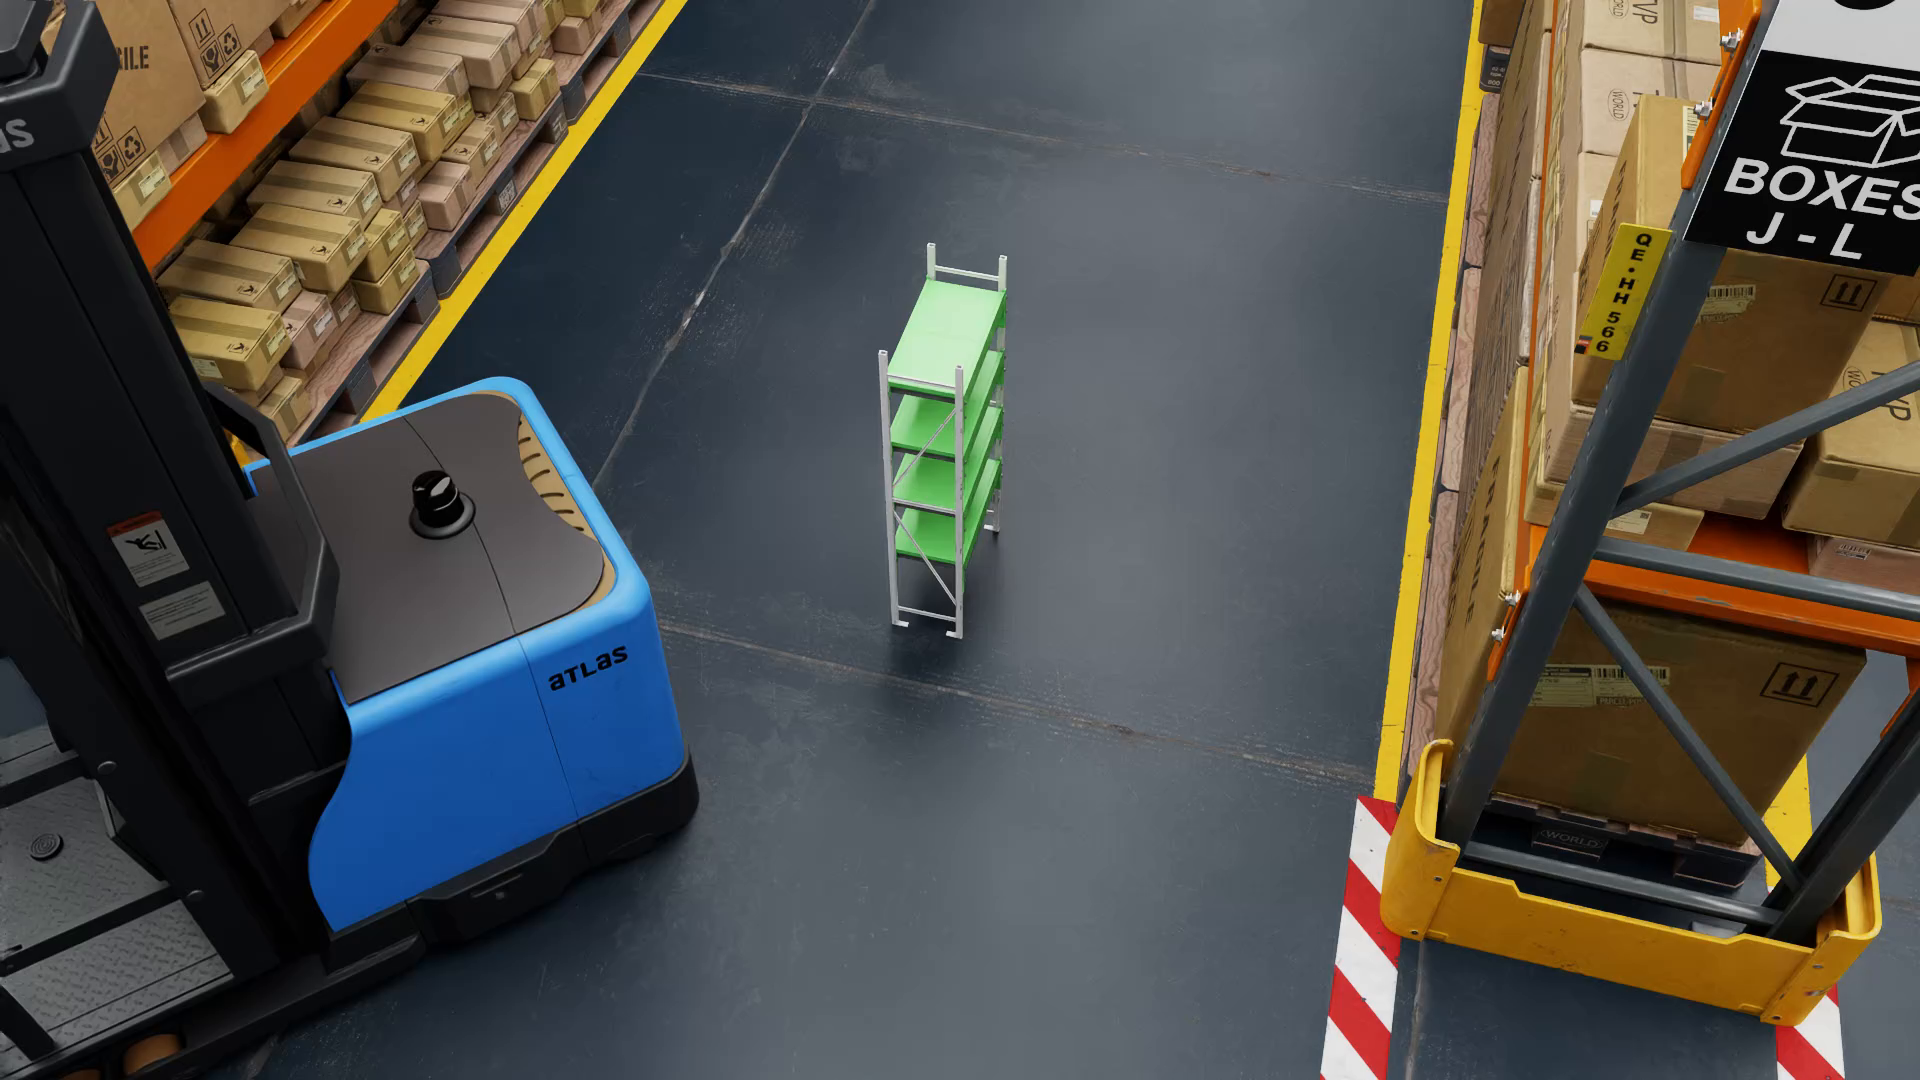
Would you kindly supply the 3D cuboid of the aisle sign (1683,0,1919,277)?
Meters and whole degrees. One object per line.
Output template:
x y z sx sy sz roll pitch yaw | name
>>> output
1.503 -0.767 2.693 0.394 0.787 0.004 12 50 10 | aisle sign

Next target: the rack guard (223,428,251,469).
-2.927 -0.180 5.575 1.175 0.500 0.348 12 50 10 | rack guard

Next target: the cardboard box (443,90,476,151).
-2.193 -1.728 6.698 0.380 0.149 0.250 14 50 12 | cardboard box

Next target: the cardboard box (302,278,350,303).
-2.456 -0.956 6.016 0.380 0.149 0.250 12 50 11 | cardboard box

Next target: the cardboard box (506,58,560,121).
-1.941 -1.941 7.084 0.380 0.149 0.250 11 50 10 | cardboard box

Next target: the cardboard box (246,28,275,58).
-2.460 -1.629 5.355 0.380 0.149 0.250 14 50 12 | cardboard box

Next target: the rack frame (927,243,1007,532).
0.021 -0.454 5.350 0.240 1.200 0.015 12 50 10 | rack frame

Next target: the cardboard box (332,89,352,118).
-2.693 -1.824 6.782 0.380 0.149 0.250 12 50 10 | cardboard box

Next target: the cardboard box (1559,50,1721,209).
1.951 -1.087 4.610 0.500 0.250 0.500 10 49 9 | cardboard box

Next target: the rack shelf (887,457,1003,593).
-0.044 -0.076 5.422 0.258 0.148 0.480 12 50 10 | rack shelf

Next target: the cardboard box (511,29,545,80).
-1.992 -2.103 7.028 0.380 0.149 0.250 13 50 11 | cardboard box

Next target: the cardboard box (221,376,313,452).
-2.500 -0.463 5.780 0.380 0.149 0.250 12 50 11 | cardboard box

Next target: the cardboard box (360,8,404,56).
-2.518 -2.075 6.805 0.380 0.149 0.250 10 49 8 | cardboard box

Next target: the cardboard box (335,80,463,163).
-2.154 -1.612 6.397 0.380 0.149 0.250 12 50 11 | cardboard box

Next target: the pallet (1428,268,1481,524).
2.270 -0.451 6.007 1.003 0.211 1.213 12 50 10 | pallet

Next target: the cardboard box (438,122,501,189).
-2.106 -1.585 6.769 0.380 0.149 0.250 12 50 10 | cardboard box

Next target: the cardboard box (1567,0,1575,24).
2.221 -1.819 5.257 0.500 0.250 0.500 13 50 11 | cardboard box

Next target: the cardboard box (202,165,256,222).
-2.856 -1.335 6.152 0.380 0.149 0.250 10 49 9 | cardboard box

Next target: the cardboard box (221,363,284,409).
-2.561 -0.574 5.679 0.380 0.149 0.250 13 50 12 | cardboard box

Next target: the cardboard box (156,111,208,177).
-2.518 -1.231 5.003 0.380 0.149 0.250 13 50 11 | cardboard box

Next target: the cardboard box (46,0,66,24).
-2.573 -1.687 4.306 0.500 0.500 0.500 11 50 10 | cardboard box

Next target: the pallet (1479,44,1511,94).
2.995 -2.443 7.766 1.003 0.211 1.213 12 50 10 | pallet

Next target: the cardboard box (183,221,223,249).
-2.948 -1.060 6.108 0.380 0.149 0.250 10 49 8 | cardboard box

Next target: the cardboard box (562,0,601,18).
-1.783 -2.453 7.337 0.380 0.149 0.250 10 49 9 | cardboard box

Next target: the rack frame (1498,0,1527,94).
2.864 -2.793 6.215 1.000 3.000 0.127 12 50 10 | rack frame

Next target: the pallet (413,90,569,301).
-2.356 -1.544 6.972 1.003 0.211 1.213 12 50 10 | pallet

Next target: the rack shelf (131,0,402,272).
-2.420 -2.160 6.136 1.077 0.370 4.000 12 50 10 | rack shelf

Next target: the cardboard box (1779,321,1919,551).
2.198 -0.243 3.865 0.500 0.250 0.500 10 49 9 | cardboard box

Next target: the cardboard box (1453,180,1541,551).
2.142 -0.473 5.304 0.875 0.875 0.875 12 50 10 | cardboard box

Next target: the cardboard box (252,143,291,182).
-2.824 -1.437 6.441 0.380 0.149 0.250 12 50 11 | cardboard box

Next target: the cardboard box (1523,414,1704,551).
1.588 -0.139 4.040 0.380 0.149 0.250 12 50 11 | cardboard box

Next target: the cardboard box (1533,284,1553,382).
1.722 -0.510 4.367 0.380 0.149 0.250 12 50 10 | cardboard box

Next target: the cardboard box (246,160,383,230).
-2.349 -1.232 6.061 0.380 0.149 0.250 9 49 8 | cardboard box

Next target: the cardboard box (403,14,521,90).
-2.009 -1.971 6.713 0.380 0.149 0.250 10 49 9 | cardboard box

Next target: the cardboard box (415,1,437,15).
-2.381 -2.361 7.256 0.380 0.149 0.250 9 49 8 | cardboard box

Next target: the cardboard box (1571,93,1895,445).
1.686 -0.601 3.681 0.500 0.500 0.500 12 50 10 | cardboard box

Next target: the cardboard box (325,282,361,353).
-2.451 -0.850 6.121 0.380 0.149 0.250 12 50 10 | cardboard box

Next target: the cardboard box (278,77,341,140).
-2.662 -1.709 6.482 0.380 0.149 0.250 10 49 9 | cardboard box

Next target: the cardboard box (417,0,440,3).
-2.380 -2.456 7.141 0.380 0.149 0.250 10 49 9 | cardboard box

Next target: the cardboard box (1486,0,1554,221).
2.614 -1.767 6.446 0.875 0.875 0.875 12 50 10 | cardboard box

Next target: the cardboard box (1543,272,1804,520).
1.683 -0.352 3.961 0.500 0.250 0.500 11 49 9 | cardboard box

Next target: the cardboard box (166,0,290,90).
-2.446 -1.746 5.025 0.500 0.500 0.500 12 50 10 | cardboard box

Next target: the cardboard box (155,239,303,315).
-2.525 -0.879 5.750 0.380 0.149 0.250 12 50 11 | cardboard box

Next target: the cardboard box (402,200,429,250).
-2.303 -1.216 6.444 0.380 0.149 0.250 12 50 10 | cardboard box

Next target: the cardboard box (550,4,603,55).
-1.825 -2.314 7.413 0.380 0.149 0.250 10 49 9 | cardboard box

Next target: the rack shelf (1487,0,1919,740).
2.338 -1.109 5.207 1.077 0.370 4.000 12 50 10 | rack shelf

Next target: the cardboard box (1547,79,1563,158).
1.990 -1.245 5.016 0.380 0.149 0.250 12 50 11 | cardboard box

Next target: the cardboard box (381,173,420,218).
-2.305 -1.330 6.346 0.380 0.149 0.250 9 49 8 | cardboard box

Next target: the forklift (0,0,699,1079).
-2.311 0.120 3.689 3.031 2.935 1.130 -24 53 -20 | forklift

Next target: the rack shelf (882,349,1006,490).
-0.044 -0.394 5.062 0.258 0.148 0.480 12 50 10 | rack shelf

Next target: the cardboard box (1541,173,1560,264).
1.855 -0.878 4.692 0.380 0.149 0.250 11 49 9 | cardboard box

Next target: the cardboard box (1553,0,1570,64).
2.125 -1.624 5.350 0.380 0.149 0.250 12 50 10 | cardboard box

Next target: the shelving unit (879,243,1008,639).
-0.044 -0.277 5.194 0.258 1.200 0.503 12 50 10 | shelving unit

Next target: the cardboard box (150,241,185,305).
-2.930 -0.948 5.810 0.380 0.149 0.250 12 50 11 | cardboard box
